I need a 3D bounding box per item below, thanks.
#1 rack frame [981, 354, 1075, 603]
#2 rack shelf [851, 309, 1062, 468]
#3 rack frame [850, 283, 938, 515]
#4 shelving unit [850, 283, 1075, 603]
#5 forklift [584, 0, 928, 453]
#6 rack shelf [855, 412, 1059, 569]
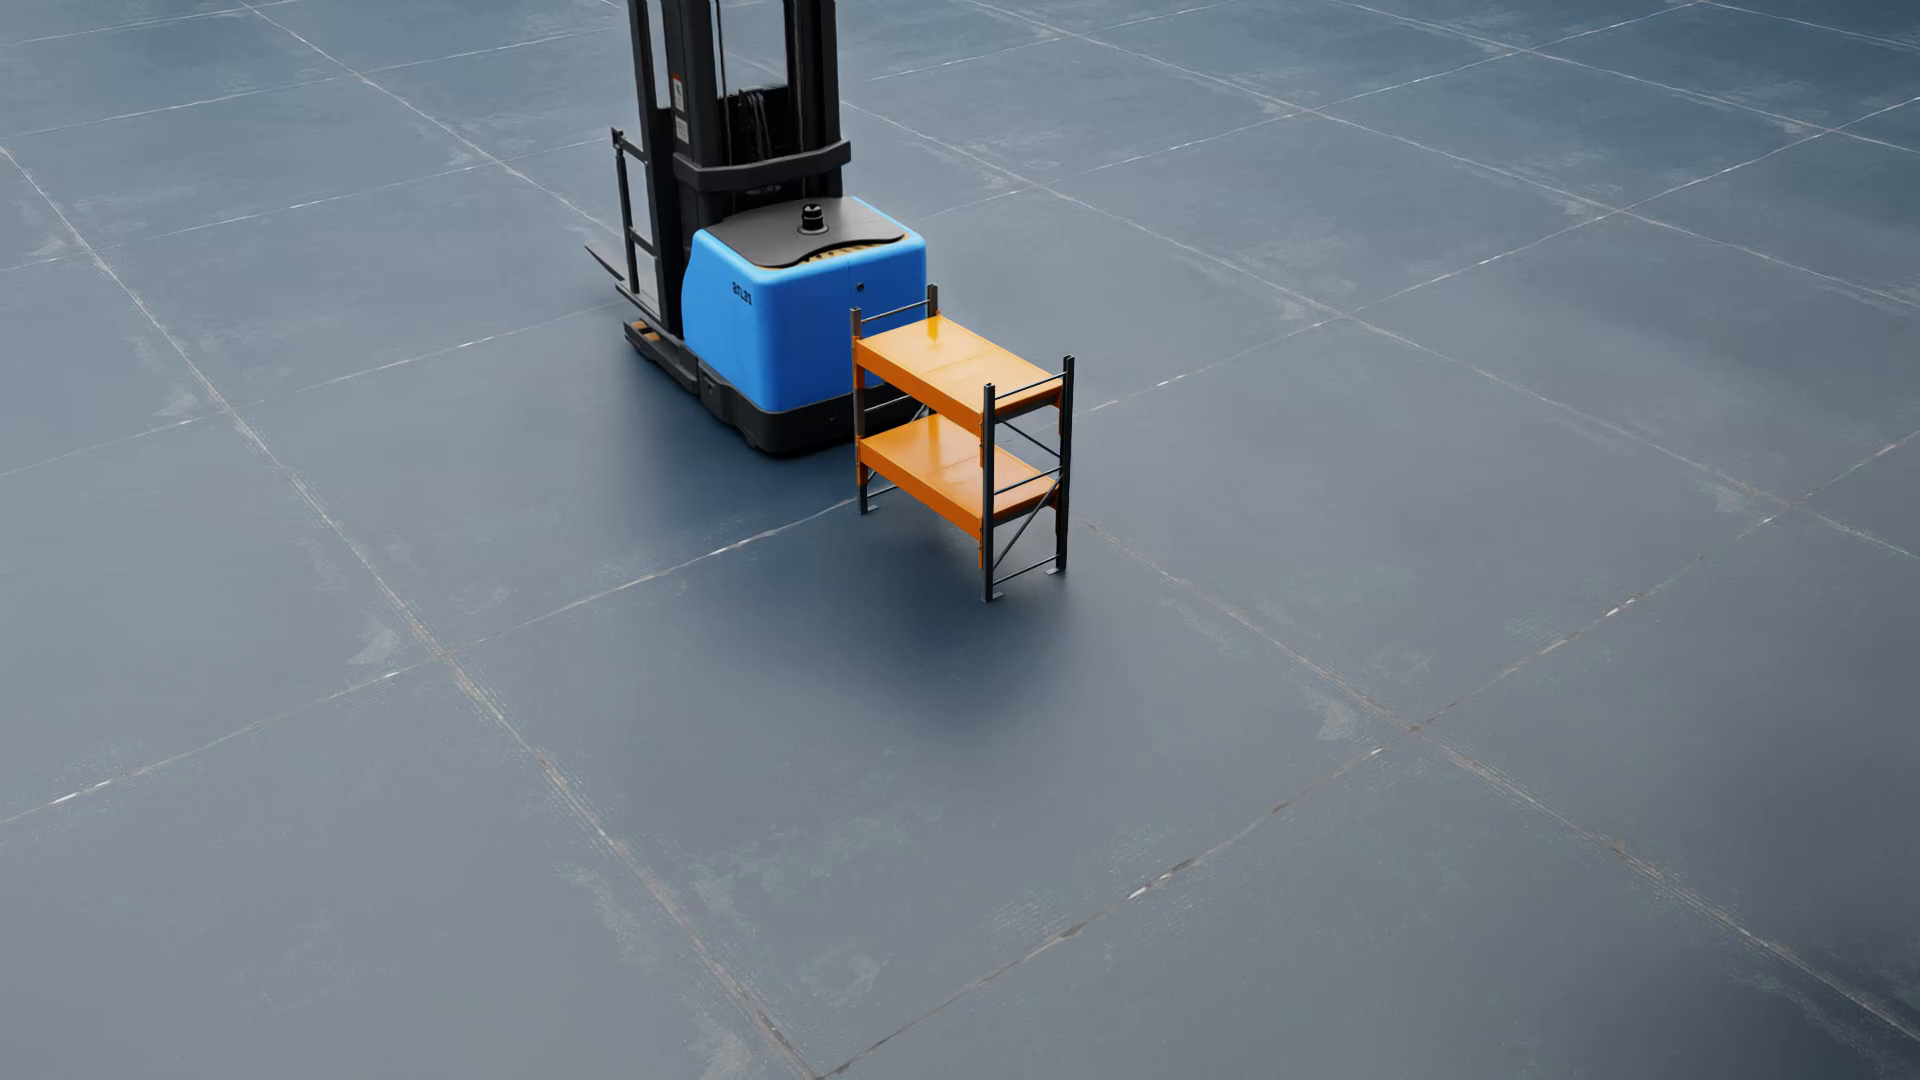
[{"bbox_3d":[0.308,-0.269,7.617,0.500,1.125,0.032,-22,38,-31],"label":"rack frame"},{"bbox_3d":[-0.004,-0.729,7.803,0.538,0.278,1.000,-22,38,-31],"label":"rack shelf"},{"bbox_3d":[-0.316,-0.693,8.299,0.500,1.125,0.032,-22,38,-31],"label":"rack frame"},{"bbox_3d":[-0.004,-0.481,7.958,0.538,1.125,1.048,-22,38,-31],"label":"shelving unit"},{"bbox_3d":[-1.384,-2.446,9.410,1.130,2.935,3.031,-19,36,-27],"label":"forklift"},{"bbox_3d":[-0.004,-0.273,8.087,0.538,0.278,1.000,-22,38,-31],"label":"rack shelf"}]
